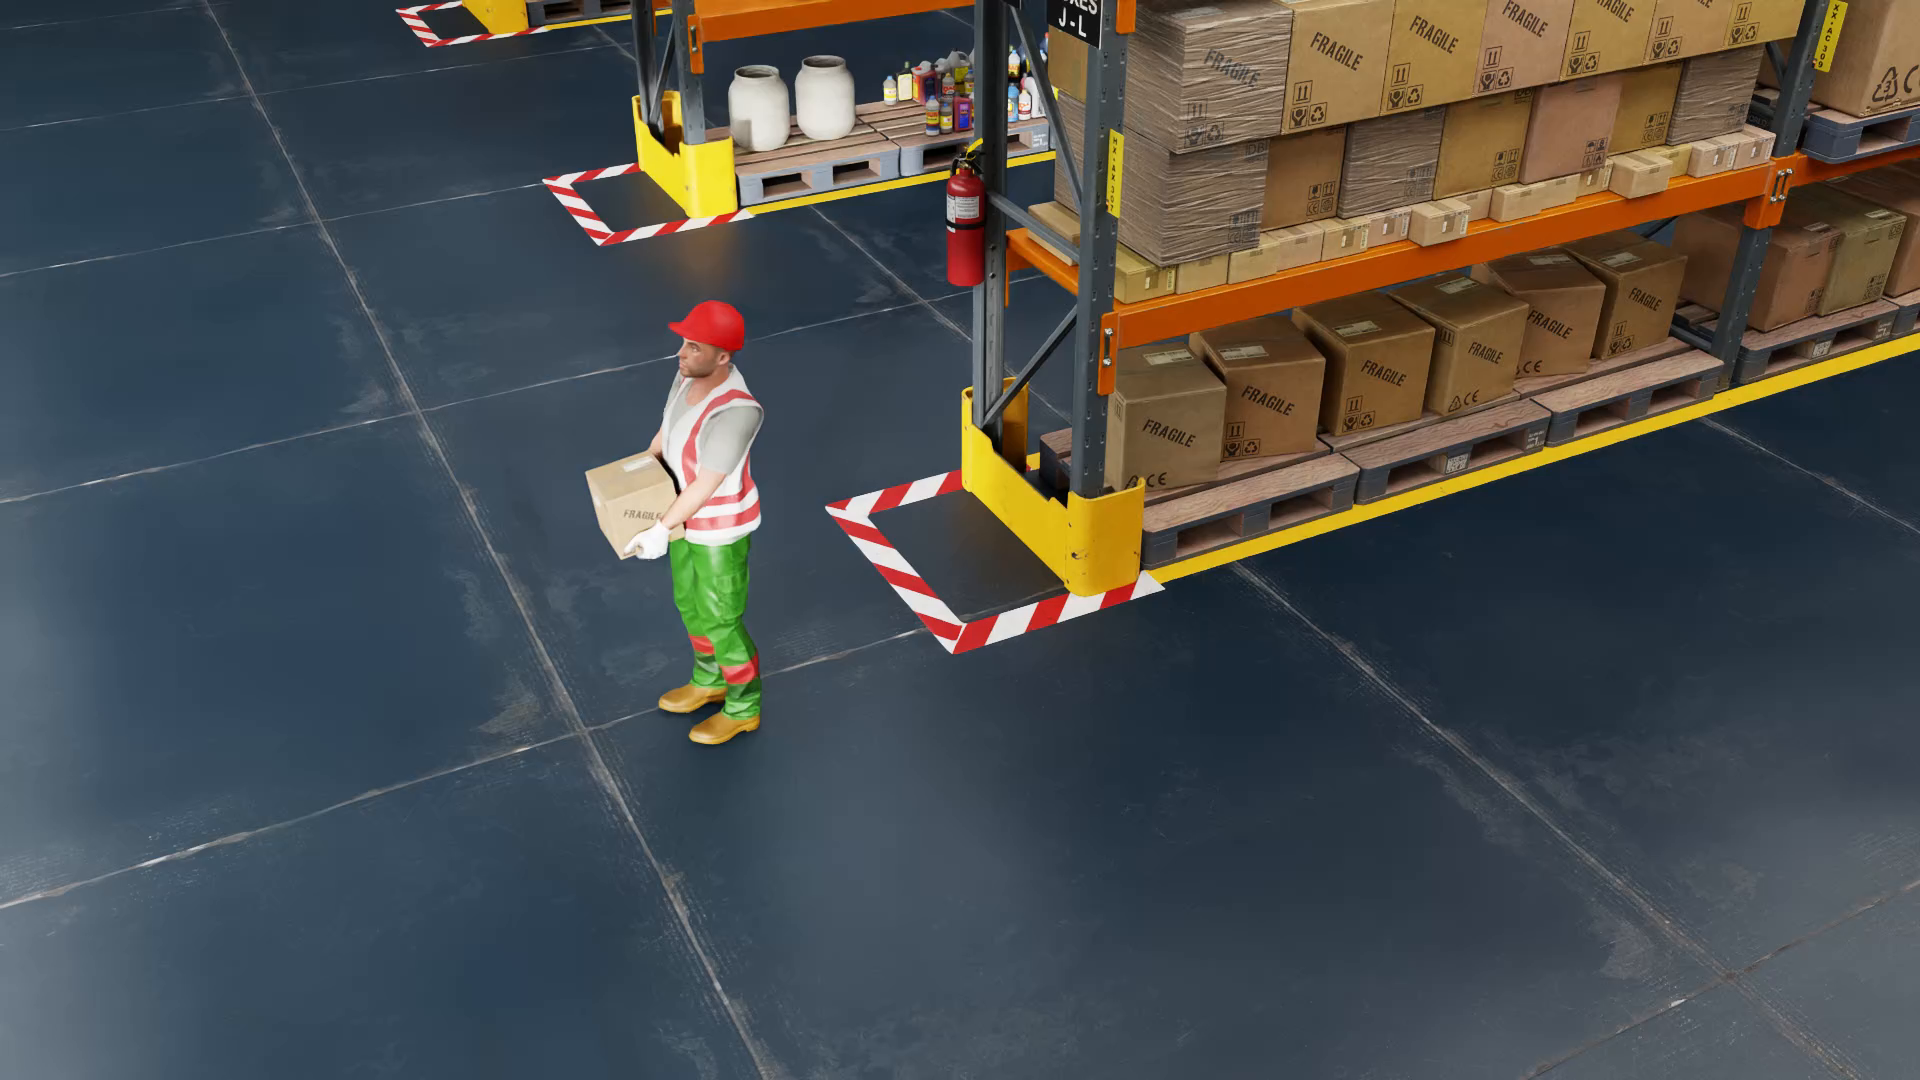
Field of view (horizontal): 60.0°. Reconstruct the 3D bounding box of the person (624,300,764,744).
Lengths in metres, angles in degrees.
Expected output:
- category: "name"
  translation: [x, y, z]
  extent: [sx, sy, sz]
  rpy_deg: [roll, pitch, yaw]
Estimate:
- category: "person"
  translation: [-1.011, -0.033, 6.171]
  extent: [0.560, 1.787, 0.500]
  rpy_deg: [-16, 36, -23]
